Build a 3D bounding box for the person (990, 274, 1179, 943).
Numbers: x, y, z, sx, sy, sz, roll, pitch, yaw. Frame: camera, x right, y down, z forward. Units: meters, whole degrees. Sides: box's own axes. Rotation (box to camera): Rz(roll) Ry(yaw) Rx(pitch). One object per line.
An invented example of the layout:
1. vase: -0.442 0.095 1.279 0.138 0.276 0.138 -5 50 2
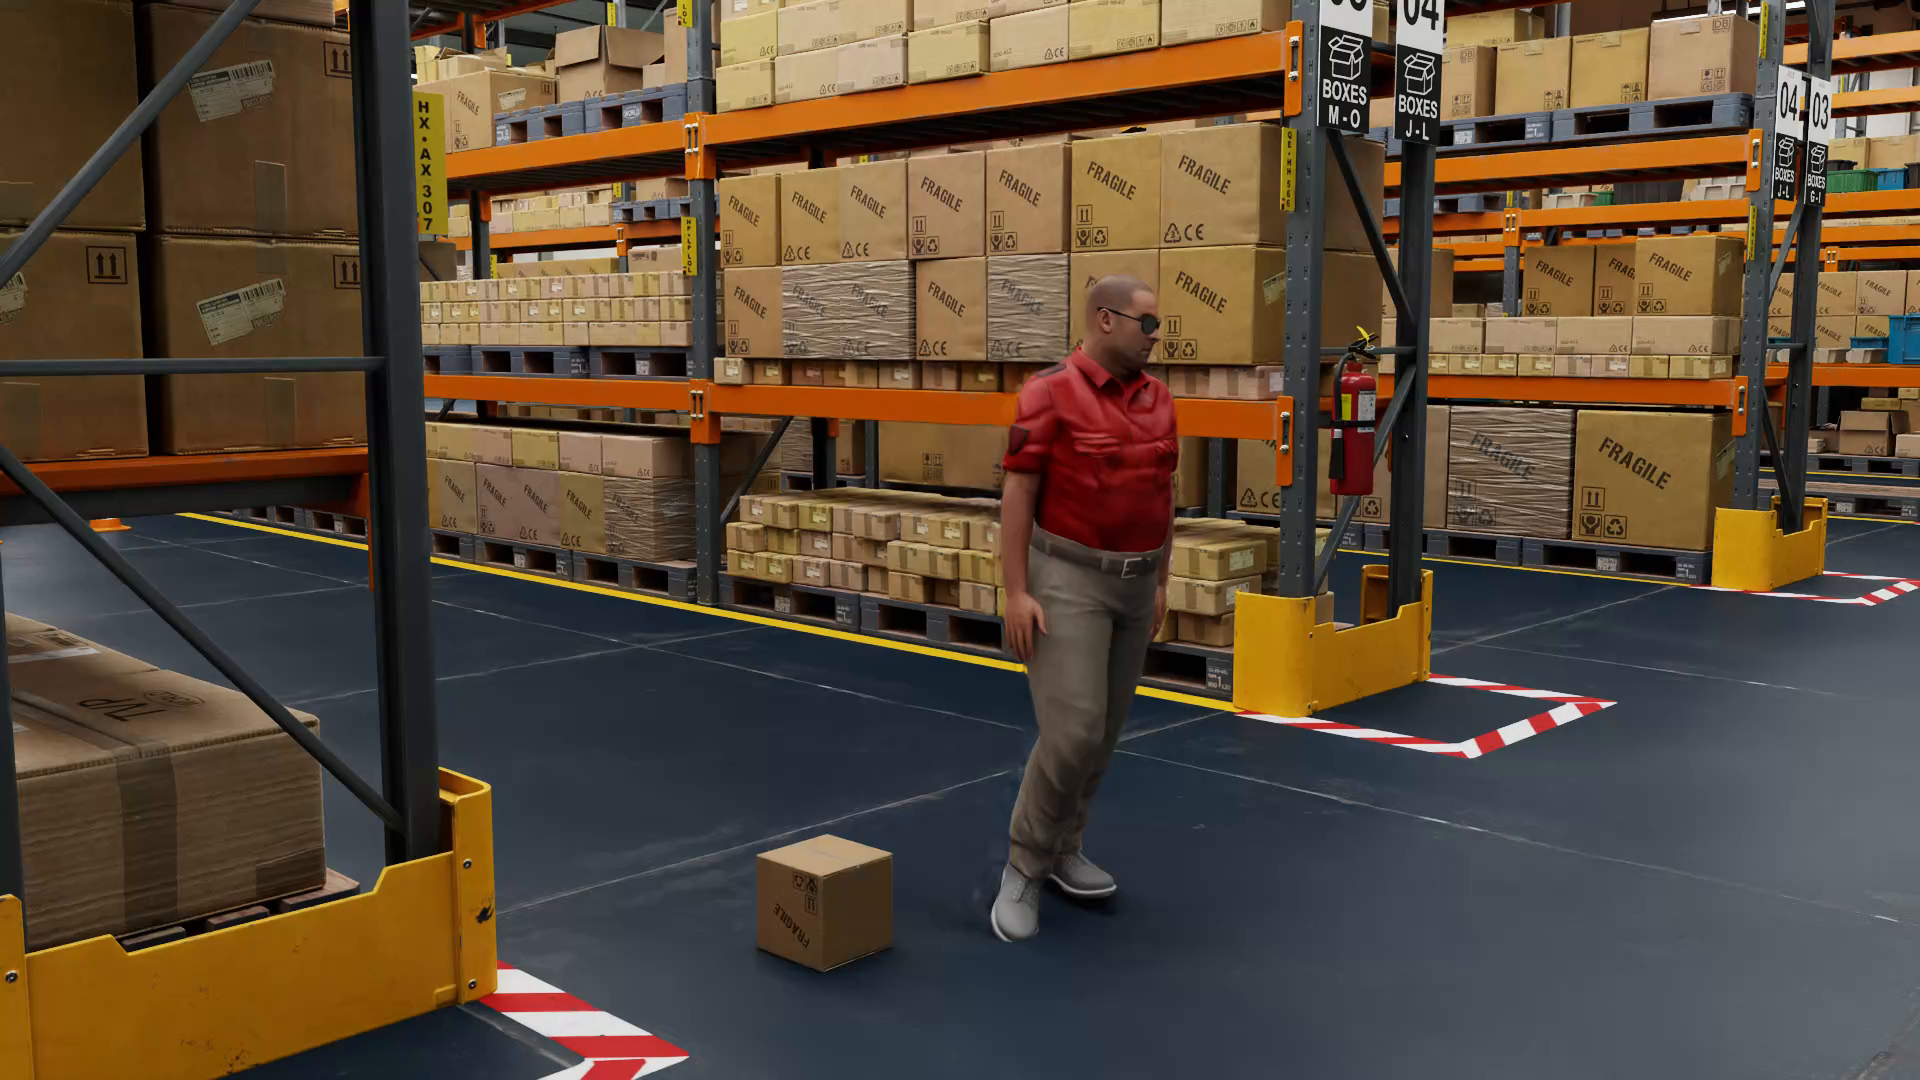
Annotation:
1. person: 0.317 0.169 4.519 0.666 1.763 0.467 -6 9 -38
